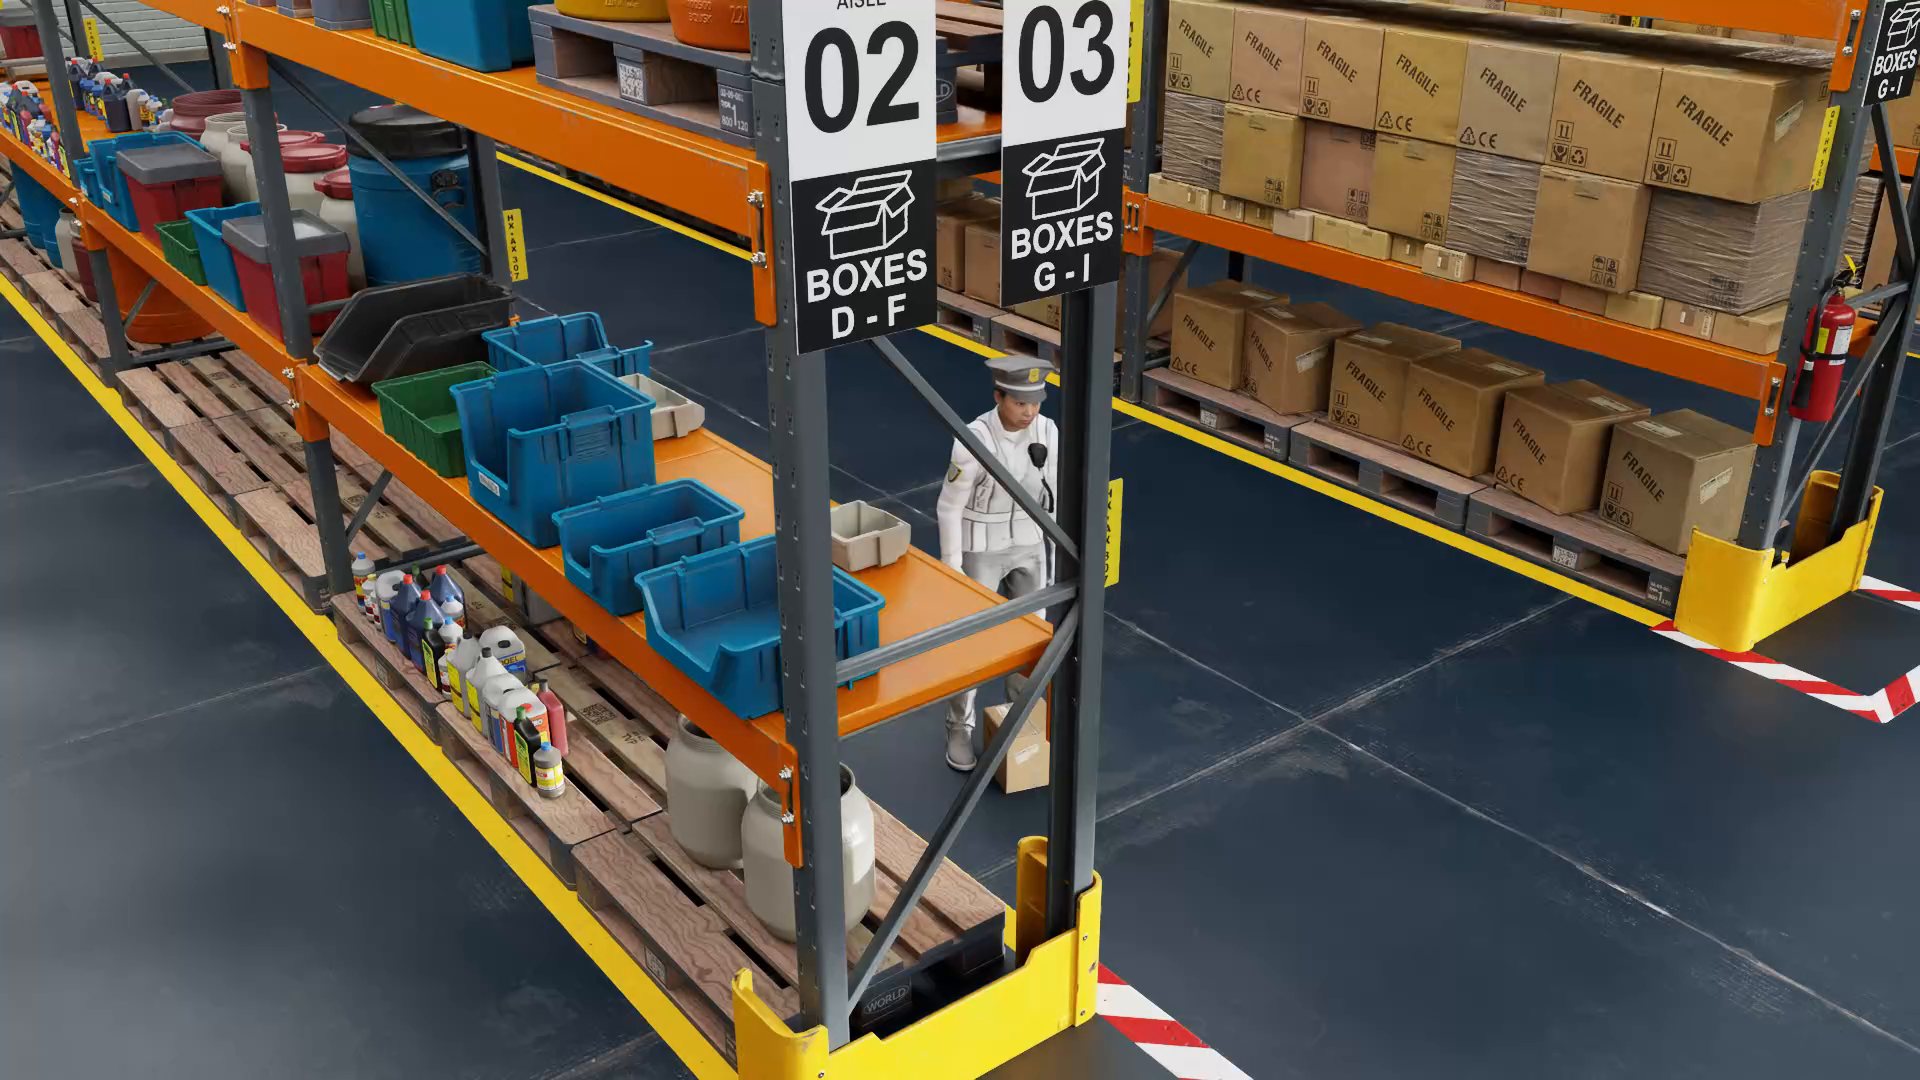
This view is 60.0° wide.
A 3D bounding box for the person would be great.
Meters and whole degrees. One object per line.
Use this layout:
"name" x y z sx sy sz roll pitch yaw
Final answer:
"person" 0.178 0.077 6.437 0.543 1.662 0.416 -10 27 -21
